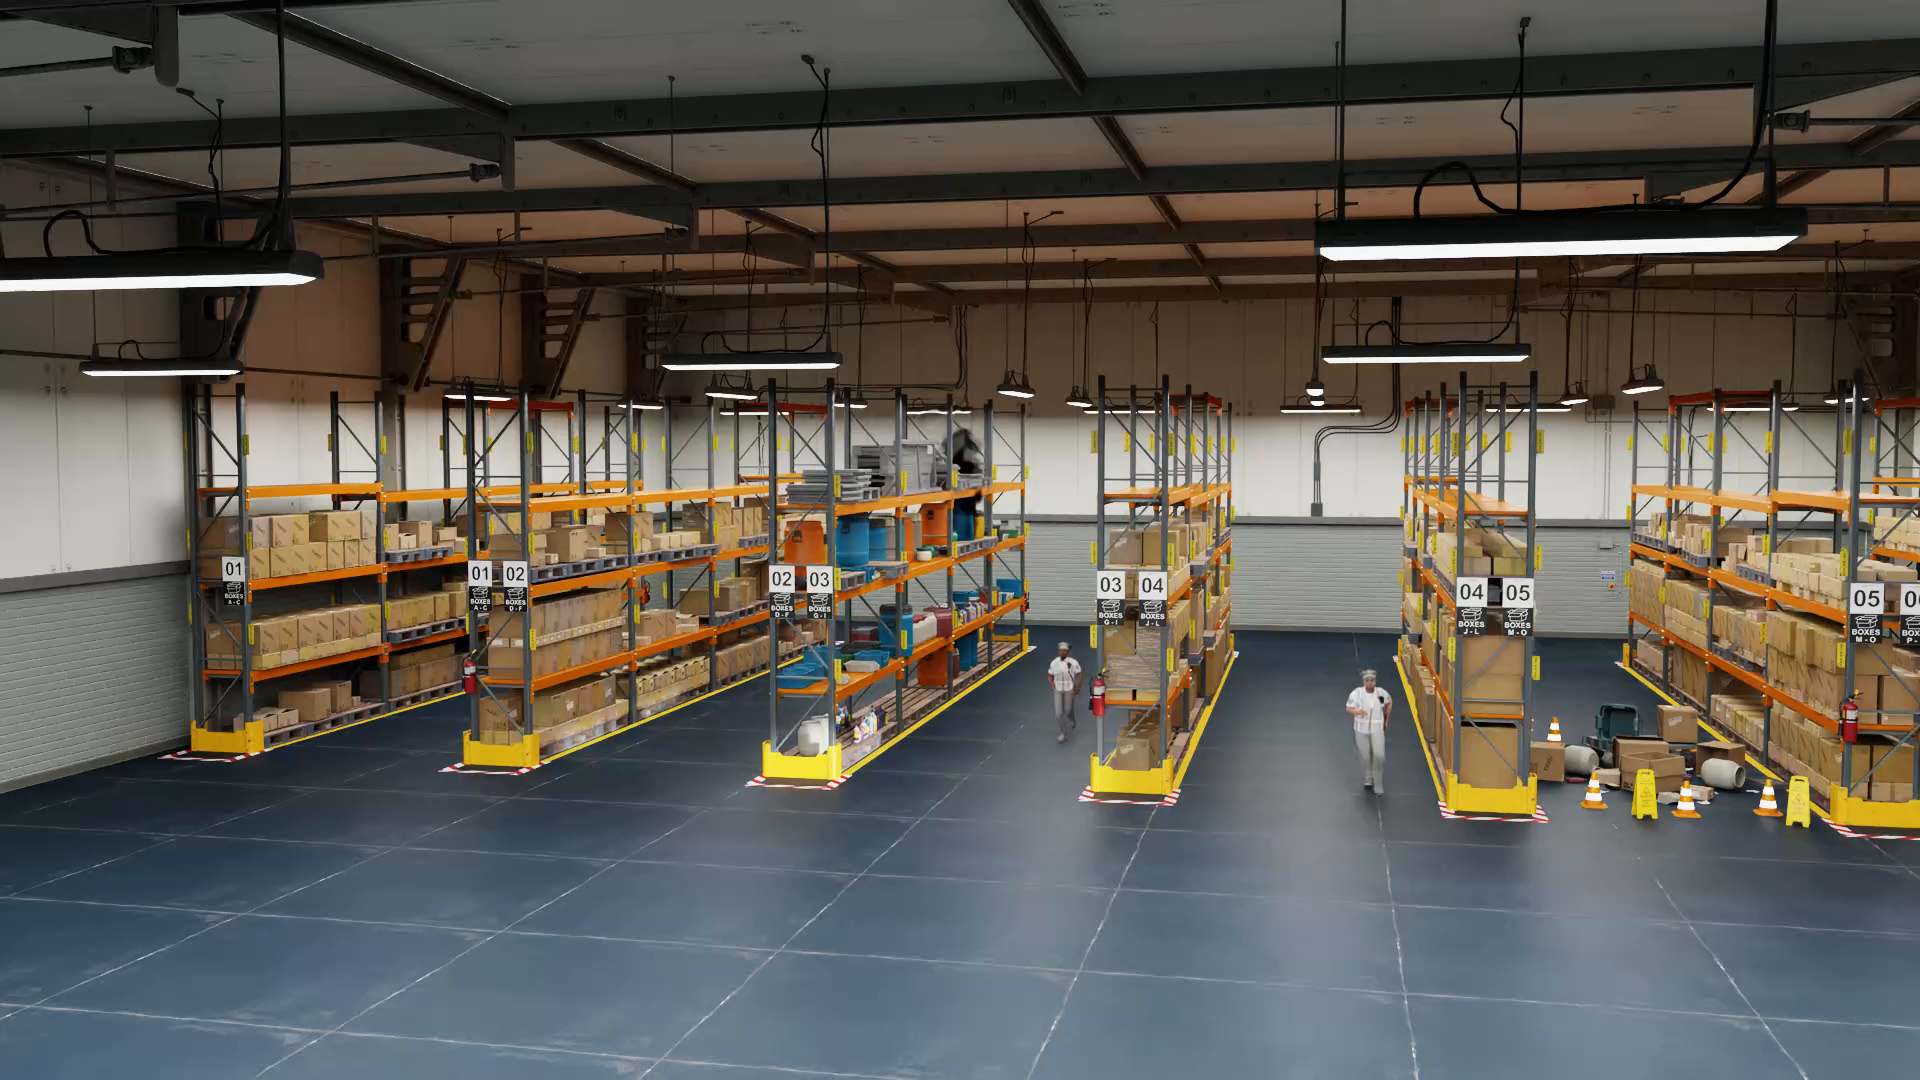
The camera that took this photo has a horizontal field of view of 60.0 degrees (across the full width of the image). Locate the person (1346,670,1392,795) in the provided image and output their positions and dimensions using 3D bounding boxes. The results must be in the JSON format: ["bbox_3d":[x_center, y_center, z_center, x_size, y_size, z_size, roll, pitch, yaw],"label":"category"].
[{"bbox_3d":[5.905,2.761,24.012,0.641,1.815,0.790,1,3,13],"label":"person"}]

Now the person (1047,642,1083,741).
[{"bbox_3d":[1.776,2.566,28.314,0.607,1.670,0.566,1,3,12],"label":"person"}]
